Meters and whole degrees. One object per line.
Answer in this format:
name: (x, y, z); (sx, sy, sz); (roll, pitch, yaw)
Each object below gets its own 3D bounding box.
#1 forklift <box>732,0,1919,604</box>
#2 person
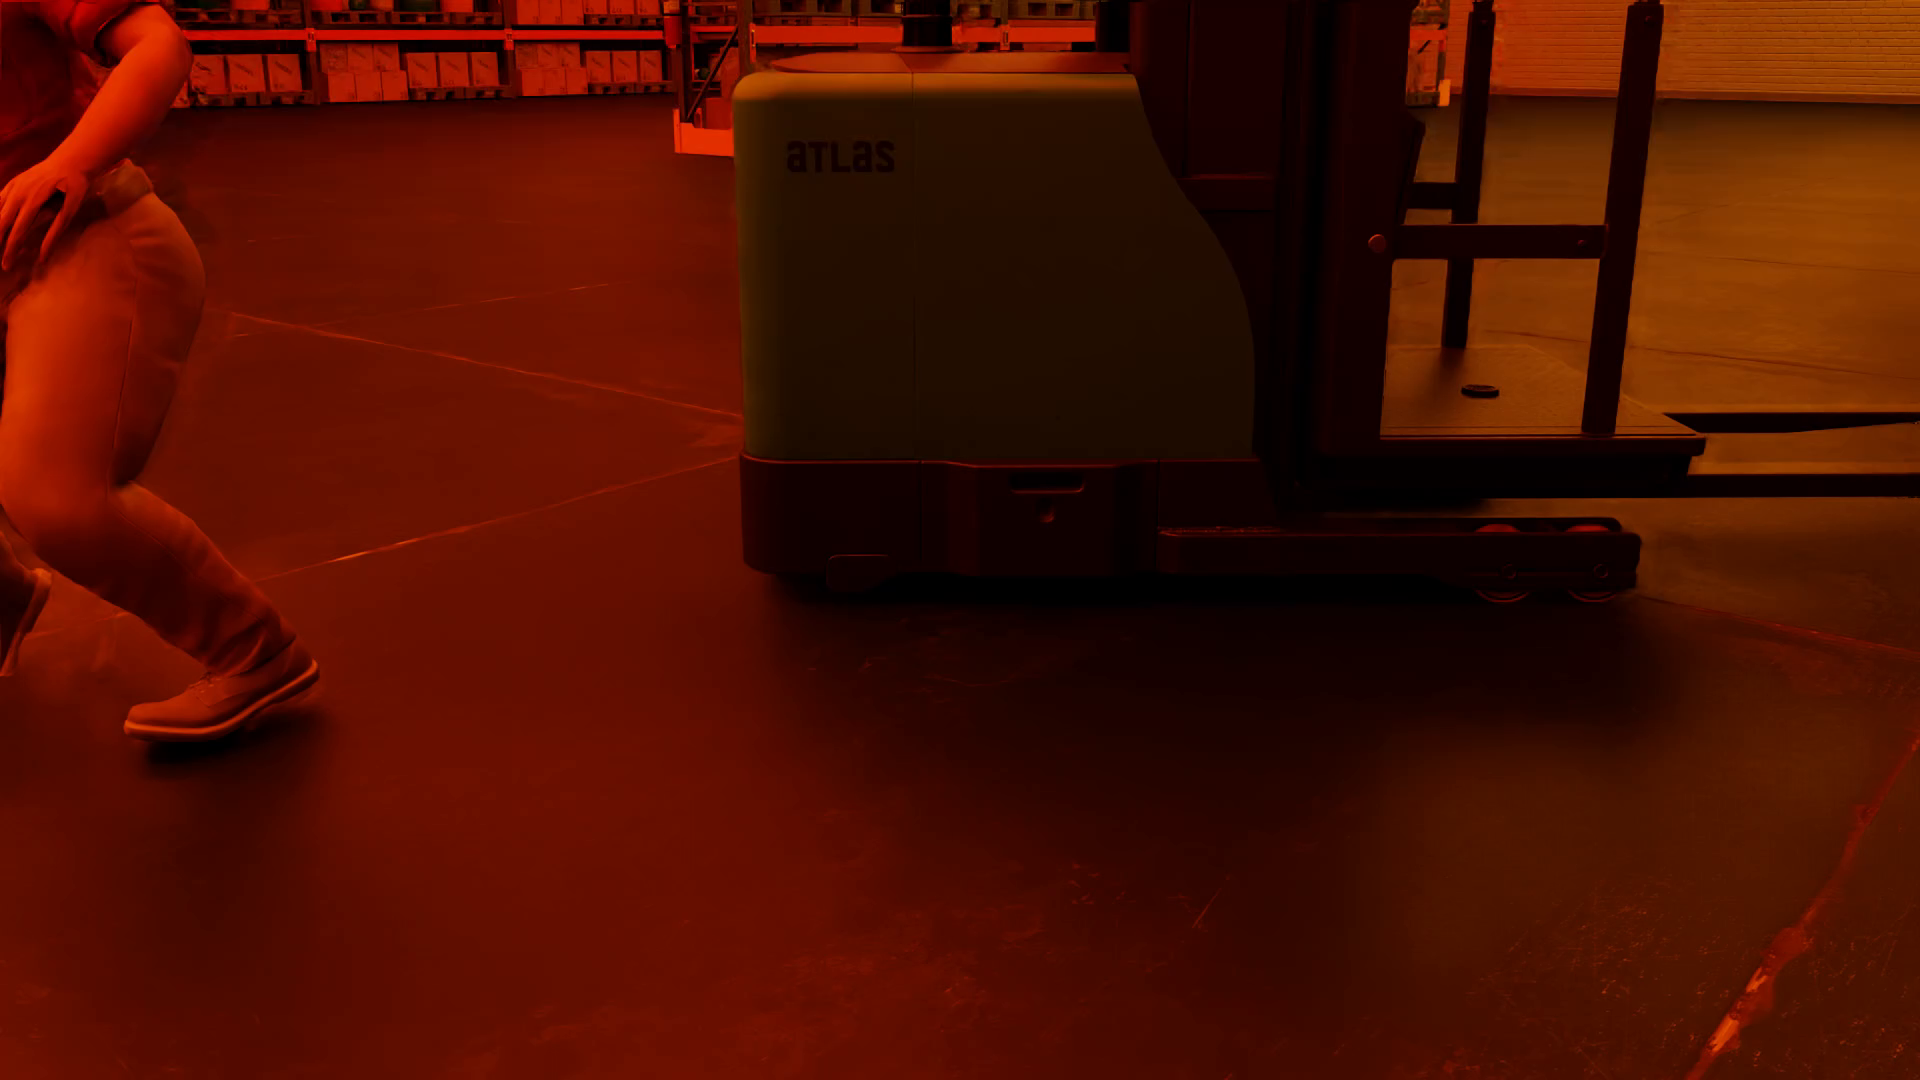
forklift: (1.044, -1.423, 3.582); (3.031, 2.935, 1.130); (0, 17, -1)
person: (-1.605, -0.392, 2.736); (1.028, 1.662, 0.549); (9, 19, 26)
